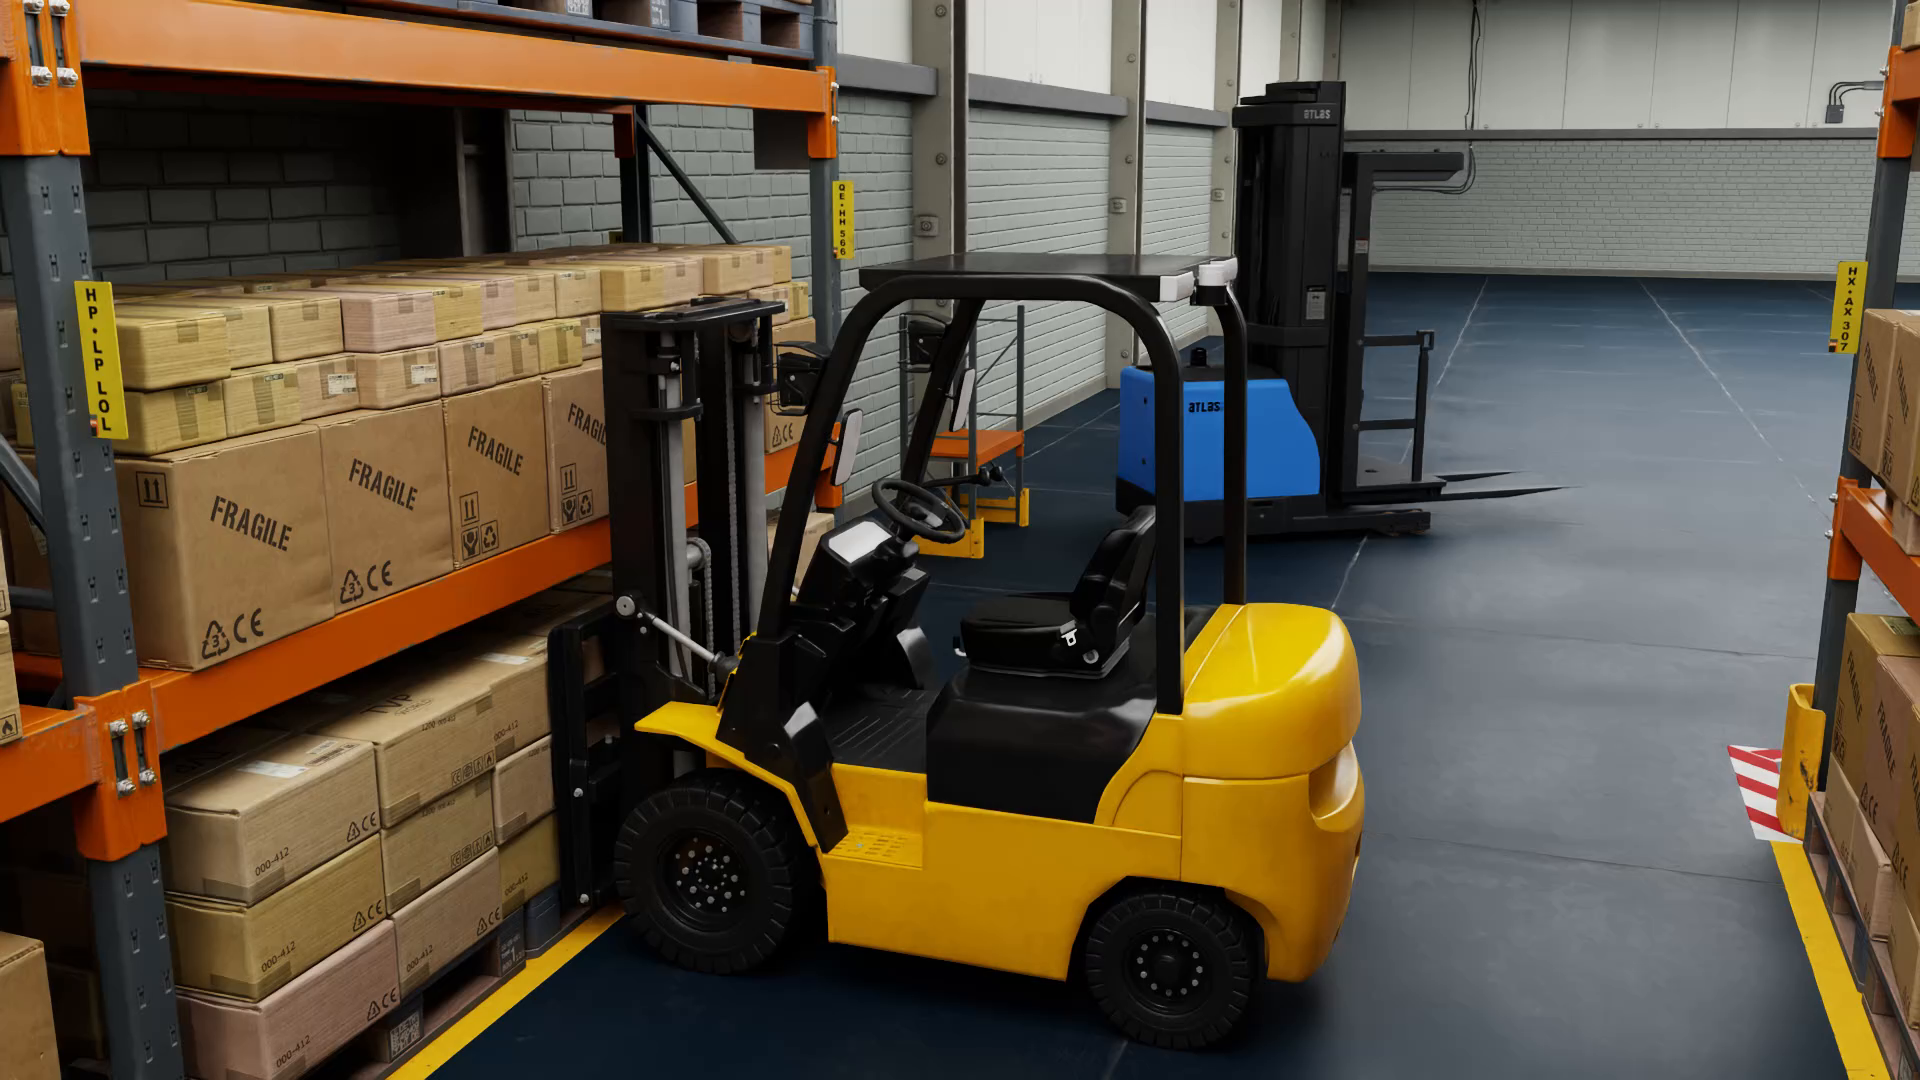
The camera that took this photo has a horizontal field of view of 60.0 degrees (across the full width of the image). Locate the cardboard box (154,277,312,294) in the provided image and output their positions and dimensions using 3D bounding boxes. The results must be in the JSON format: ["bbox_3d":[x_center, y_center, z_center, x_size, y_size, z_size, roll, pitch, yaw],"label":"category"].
[{"bbox_3d":[-2.167,-0.700,4.961,0.380,0.149,0.250,4,13,17],"label":"cardboard box"}]

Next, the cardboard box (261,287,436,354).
[{"bbox_3d":[-1.665,-0.602,4.534,0.380,0.149,0.250,5,14,20],"label":"cardboard box"}]

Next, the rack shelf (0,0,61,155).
[{"bbox_3d":[-2.950,-0.574,1.638,1.077,0.370,4.000,4,14,18],"label":"rack shelf"}]

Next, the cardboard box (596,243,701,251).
[{"bbox_3d":[-1.319,-1.181,7.068,0.380,0.149,0.250,4,13,17],"label":"cardboard box"}]

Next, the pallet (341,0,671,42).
[{"bbox_3d":[-1.655,-1.740,5.330,1.003,0.211,1.213,4,14,18],"label":"pallet"}]

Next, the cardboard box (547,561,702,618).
[{"bbox_3d":[-1.176,0.257,6.110,0.500,0.250,0.500,5,14,19],"label":"cardboard box"}]

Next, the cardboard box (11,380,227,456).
[{"bbox_3d":[-1.951,-0.297,3.865,0.380,0.149,0.250,4,13,18],"label":"cardboard box"}]

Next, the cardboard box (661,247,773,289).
[{"bbox_3d":[-0.976,-1.091,6.676,0.380,0.149,0.250,4,14,18],"label":"cardboard box"}]

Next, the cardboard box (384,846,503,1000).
[{"bbox_3d":[-1.683,1.066,4.812,0.500,0.250,0.500,4,13,17],"label":"cardboard box"}]

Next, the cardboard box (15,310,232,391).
[{"bbox_3d":[-1.919,-0.439,3.821,0.380,0.149,0.250,5,14,20],"label":"cardboard box"}]

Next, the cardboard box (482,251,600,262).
[{"bbox_3d":[-1.602,-1.020,6.366,0.380,0.149,0.250,4,14,19],"label":"cardboard box"}]

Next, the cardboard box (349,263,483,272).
[{"bbox_3d":[-1.847,-0.857,5.650,0.380,0.149,0.250,4,14,19],"label":"cardboard box"}]

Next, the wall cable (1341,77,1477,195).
[{"bbox_3d":[9.824,-8.897,36.722,3.097,2.526,0.112,4,14,18],"label":"wall cable"}]

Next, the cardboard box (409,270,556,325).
[{"bbox_3d":[-1.513,-0.770,5.270,0.380,0.149,0.250,4,14,19],"label":"cardboard box"}]

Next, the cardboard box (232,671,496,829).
[{"bbox_3d":[-1.674,0.578,4.701,0.500,0.250,0.500,4,14,18],"label":"cardboard box"}]

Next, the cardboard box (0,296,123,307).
[{"bbox_3d":[-2.365,-0.532,4.229,0.380,0.149,0.250,4,13,17],"label":"cardboard box"}]

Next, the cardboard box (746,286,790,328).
[{"bbox_3d":[-0.910,-0.942,6.690,0.380,0.149,0.250,5,14,19],"label":"cardboard box"}]

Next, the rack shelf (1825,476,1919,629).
[{"bbox_3d":[3.042,0.403,4.100,1.077,0.370,4.000,4,14,18],"label":"rack shelf"}]

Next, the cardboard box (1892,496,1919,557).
[{"bbox_3d":[3.027,-0.036,4.969,0.380,0.149,0.250,5,14,19],"label":"cardboard box"}]

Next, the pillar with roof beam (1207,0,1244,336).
[{"bbox_3d":[7.811,-7.049,21.648,9.100,9.000,0.400,4,14,18],"label":"pillar with roof beam"}]

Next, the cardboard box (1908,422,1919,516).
[{"bbox_3d":[2.945,-0.267,4.522,0.500,0.500,0.500,4,13,17],"label":"cardboard box"}]

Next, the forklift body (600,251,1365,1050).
[{"bbox_3d":[0.104,0.219,5.197,2.313,2.155,1.214,4,14,18],"label":"forklift body"}]

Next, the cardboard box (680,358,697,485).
[{"bbox_3d":[-1.262,-0.436,5.931,0.500,0.500,0.500,4,13,17],"label":"cardboard box"}]

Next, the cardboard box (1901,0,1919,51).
[{"bbox_3d":[3.275,-1.663,5.355,0.380,0.149,0.250,4,14,18],"label":"cardboard box"}]

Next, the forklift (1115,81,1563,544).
[{"bbox_3d":[2.658,-1.562,11.243,3.031,2.935,1.130,-3,13,-15],"label":"forklift"}]

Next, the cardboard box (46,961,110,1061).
[{"bbox_3d":[-2.337,1.135,4.508,0.500,0.250,0.500,5,14,19],"label":"cardboard box"}]

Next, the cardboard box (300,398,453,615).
[{"bbox_3d":[-1.759,-0.118,4.539,0.500,0.500,0.500,5,14,19],"label":"cardboard box"}]

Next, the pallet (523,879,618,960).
[{"bbox_3d":[-1.613,1.054,5.897,1.003,0.211,1.213,4,14,18],"label":"pallet"}]

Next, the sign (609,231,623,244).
[{"bbox_3d":[-1.532,-1.228,7.503,0.100,0.325,0.005,4,14,18],"label":"sign"}]

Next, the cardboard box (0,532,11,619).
[{"bbox_3d":[-2.220,0.068,3.165,0.500,0.250,0.500,4,13,17],"label":"cardboard box"}]

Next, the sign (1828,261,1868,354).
[{"bbox_3d":[3.176,-0.830,5.939,0.100,0.325,0.005,4,14,18],"label":"sign"}]

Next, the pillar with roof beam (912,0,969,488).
[{"bbox_3d":[3.928,-4.522,10.578,9.100,9.000,0.400,4,14,18],"label":"pillar with roof beam"}]

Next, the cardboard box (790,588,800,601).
[{"bbox_3d":[-0.870,0.291,7.083,0.500,0.250,0.500,4,14,18],"label":"cardboard box"}]

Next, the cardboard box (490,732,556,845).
[{"bbox_3d":[-1.520,0.718,5.215,0.500,0.250,0.500,4,14,18],"label":"cardboard box"}]

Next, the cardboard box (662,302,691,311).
[{"bbox_3d":[-1.185,-0.780,5.984,0.380,0.149,0.250,4,13,17],"label":"cardboard box"}]

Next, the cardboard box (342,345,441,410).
[{"bbox_3d":[-1.661,-0.455,4.558,0.380,0.149,0.250,5,14,20],"label":"cardboard box"}]

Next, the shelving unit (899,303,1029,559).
[{"bbox_3d":[0.025,-0.747,10.891,0.587,1.500,1.083,4,14,18],"label":"shelving unit"}]

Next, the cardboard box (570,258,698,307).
[{"bbox_3d":[-1.165,-0.924,5.945,0.380,0.149,0.250,5,14,20],"label":"cardboard box"}]

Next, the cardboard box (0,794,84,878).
[{"bbox_3d":[-2.327,0.647,4.400,0.500,0.250,0.500,5,14,20],"label":"cardboard box"}]

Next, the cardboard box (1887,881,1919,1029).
[{"bbox_3d":[2.830,1.139,4.491,0.500,0.250,0.500,5,14,22],"label":"cardboard box"}]

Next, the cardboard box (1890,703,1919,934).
[{"bbox_3d":[2.824,0.771,4.418,0.500,0.500,0.500,5,14,19],"label":"cardboard box"}]

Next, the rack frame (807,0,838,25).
[{"bbox_3d":[-1.009,-3.651,6.760,1.000,3.000,0.127,4,14,18],"label":"rack frame"}]

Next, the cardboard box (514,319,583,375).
[{"bbox_3d":[-1.432,-0.621,5.285,0.380,0.149,0.250,4,13,17],"label":"cardboard box"}]

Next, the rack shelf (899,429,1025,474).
[{"bbox_3d":[0.028,-0.574,10.940,0.538,0.185,1.000,4,14,18],"label":"rack shelf"}]
